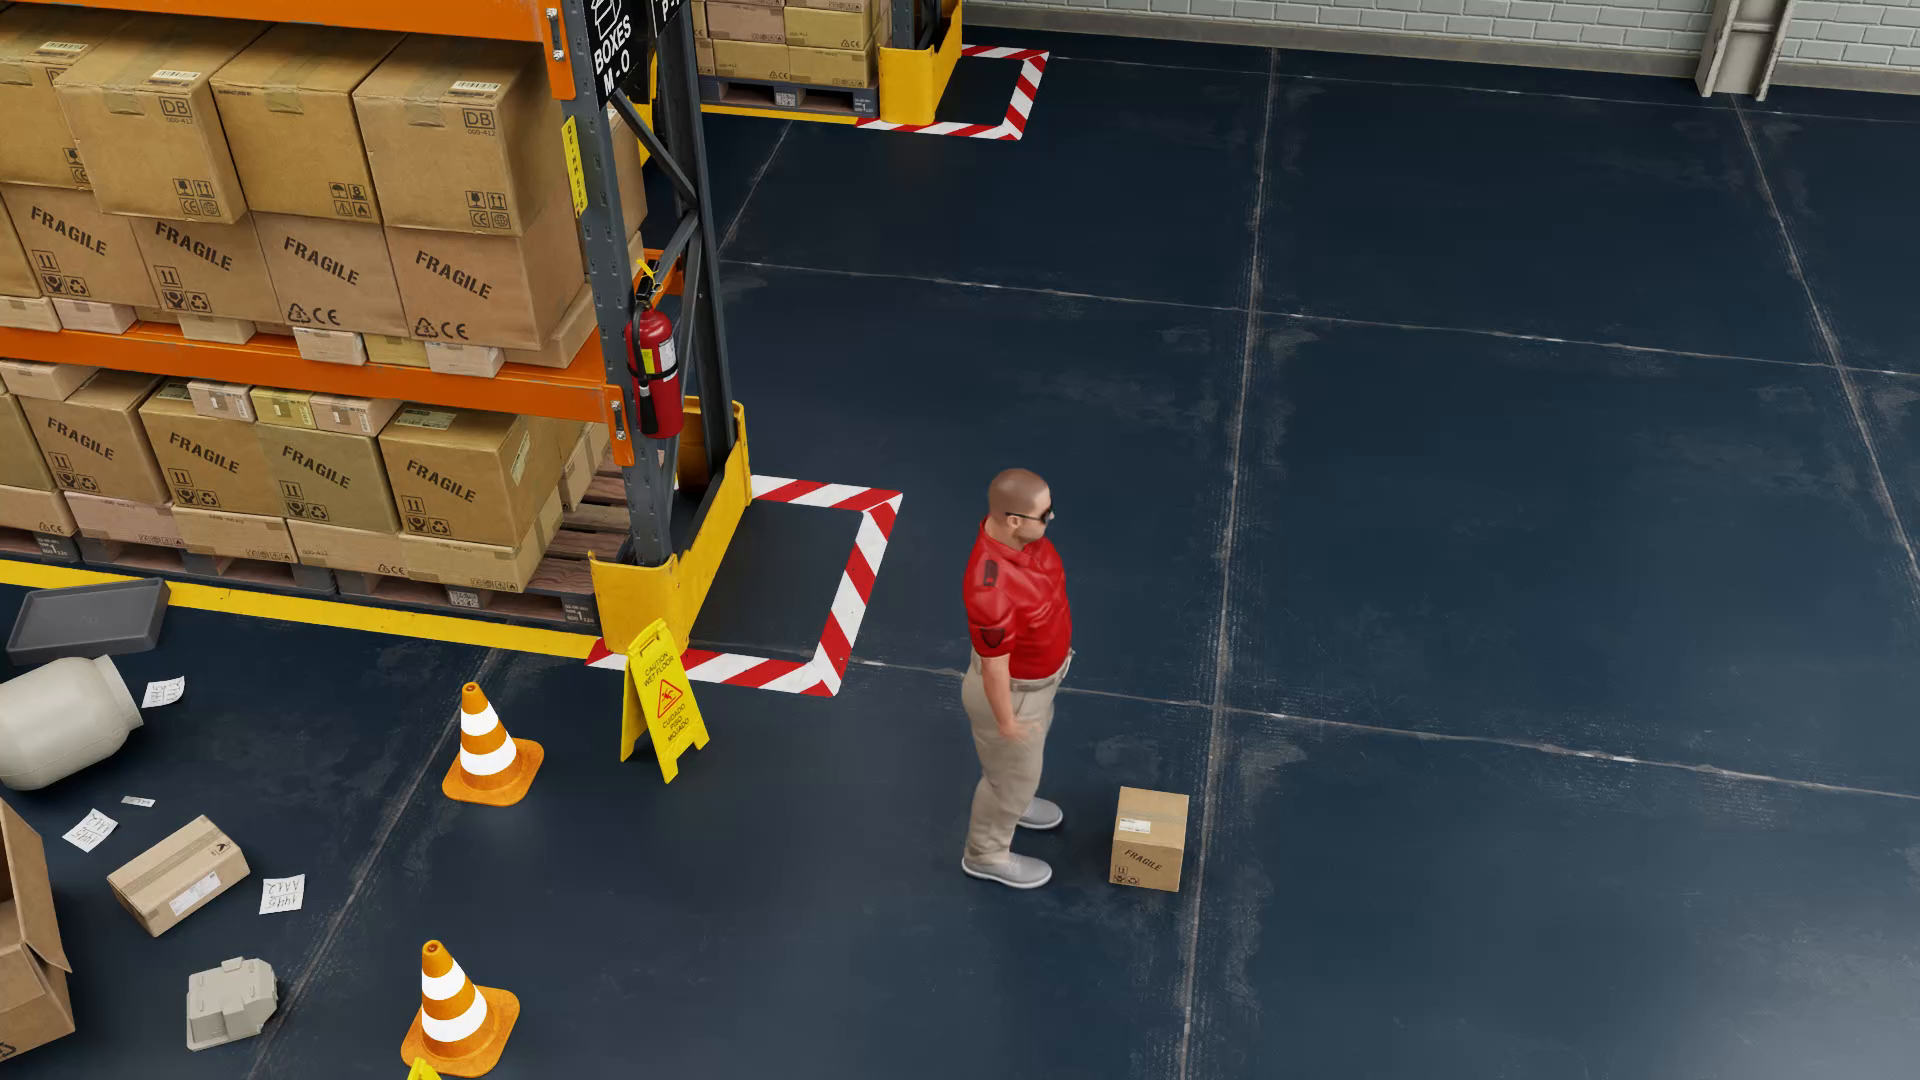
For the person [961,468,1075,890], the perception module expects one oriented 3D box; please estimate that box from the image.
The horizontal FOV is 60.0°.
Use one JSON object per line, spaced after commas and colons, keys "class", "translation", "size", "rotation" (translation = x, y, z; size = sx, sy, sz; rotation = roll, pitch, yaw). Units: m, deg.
{"class": "person", "translation": [0.204, 0.459, 5.636], "size": [0.360, 1.721, 0.528], "rotation": [7, 41, 9]}
